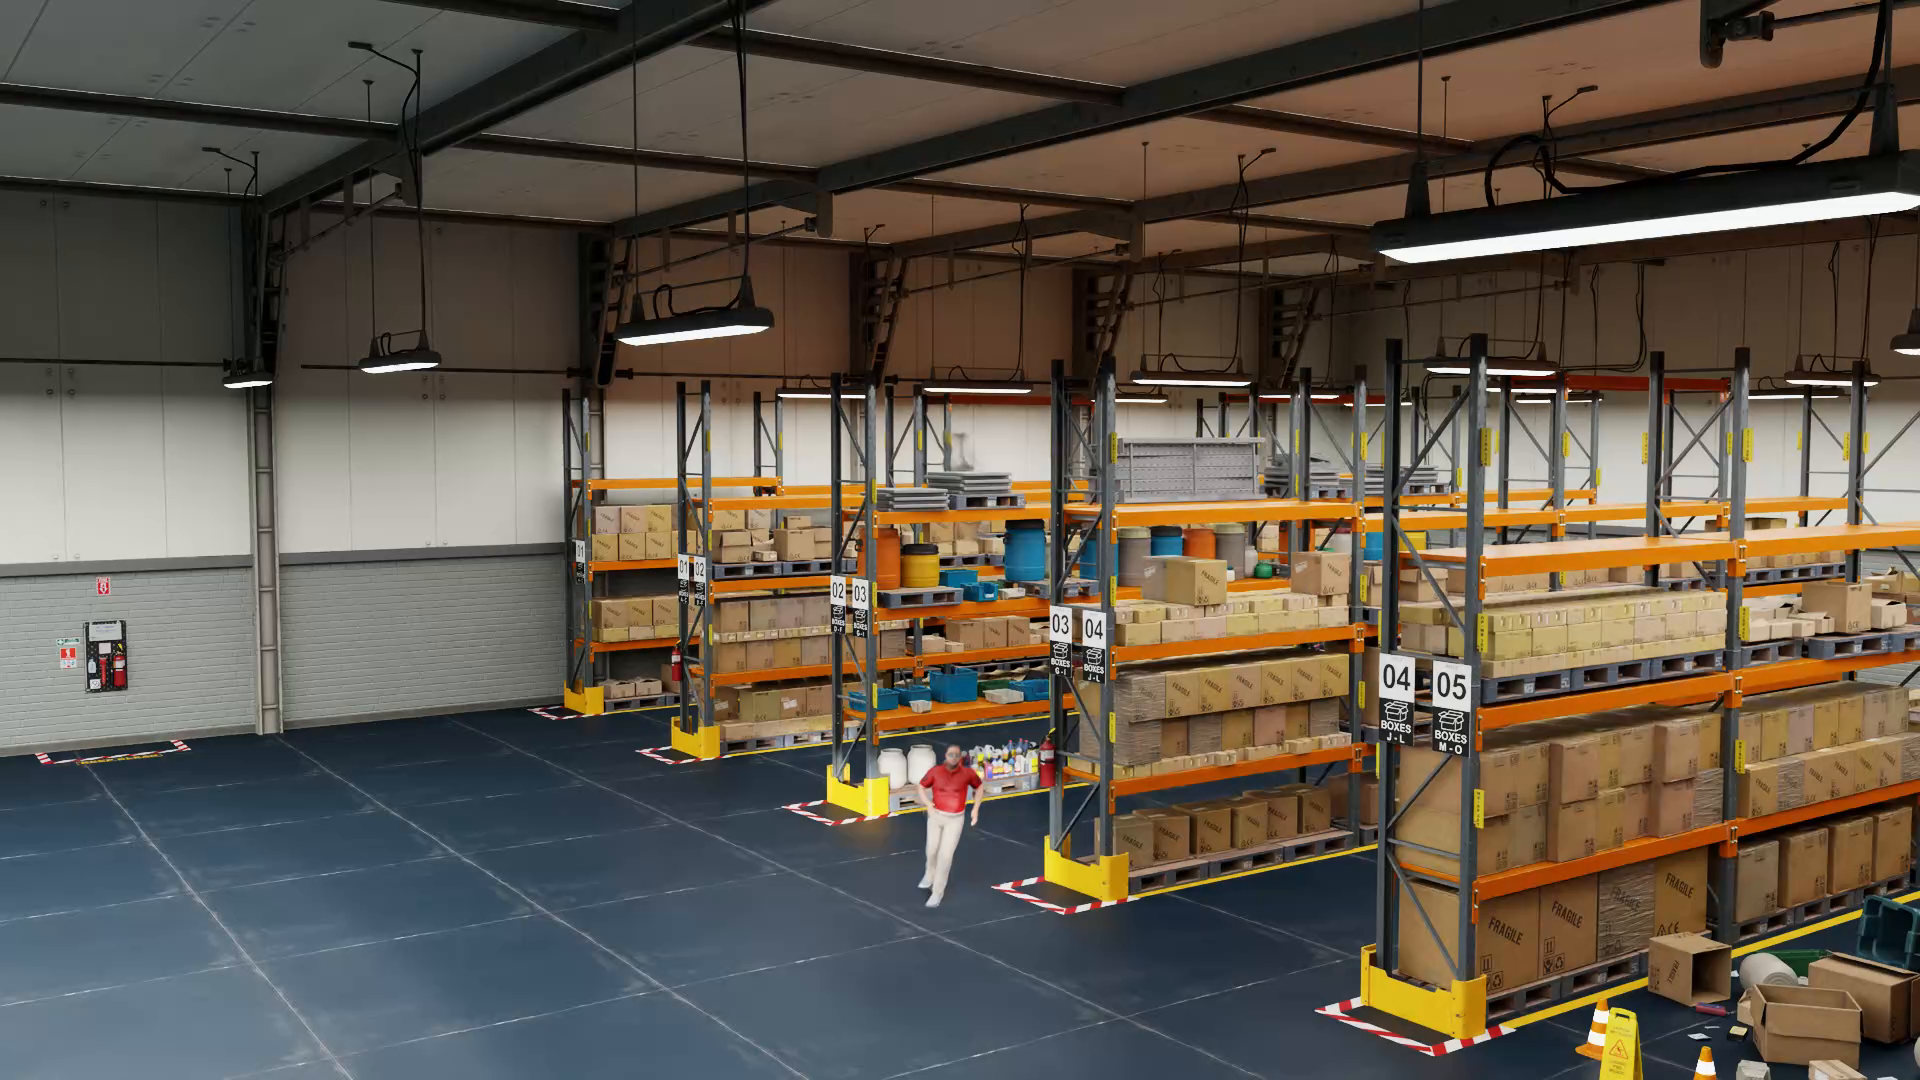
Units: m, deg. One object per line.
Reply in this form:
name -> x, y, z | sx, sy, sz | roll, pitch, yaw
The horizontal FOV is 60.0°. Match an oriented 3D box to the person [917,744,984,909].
person -> -0.154, 3.138, 18.438 | 0.725, 1.756, 0.855 | 1, 4, 12
